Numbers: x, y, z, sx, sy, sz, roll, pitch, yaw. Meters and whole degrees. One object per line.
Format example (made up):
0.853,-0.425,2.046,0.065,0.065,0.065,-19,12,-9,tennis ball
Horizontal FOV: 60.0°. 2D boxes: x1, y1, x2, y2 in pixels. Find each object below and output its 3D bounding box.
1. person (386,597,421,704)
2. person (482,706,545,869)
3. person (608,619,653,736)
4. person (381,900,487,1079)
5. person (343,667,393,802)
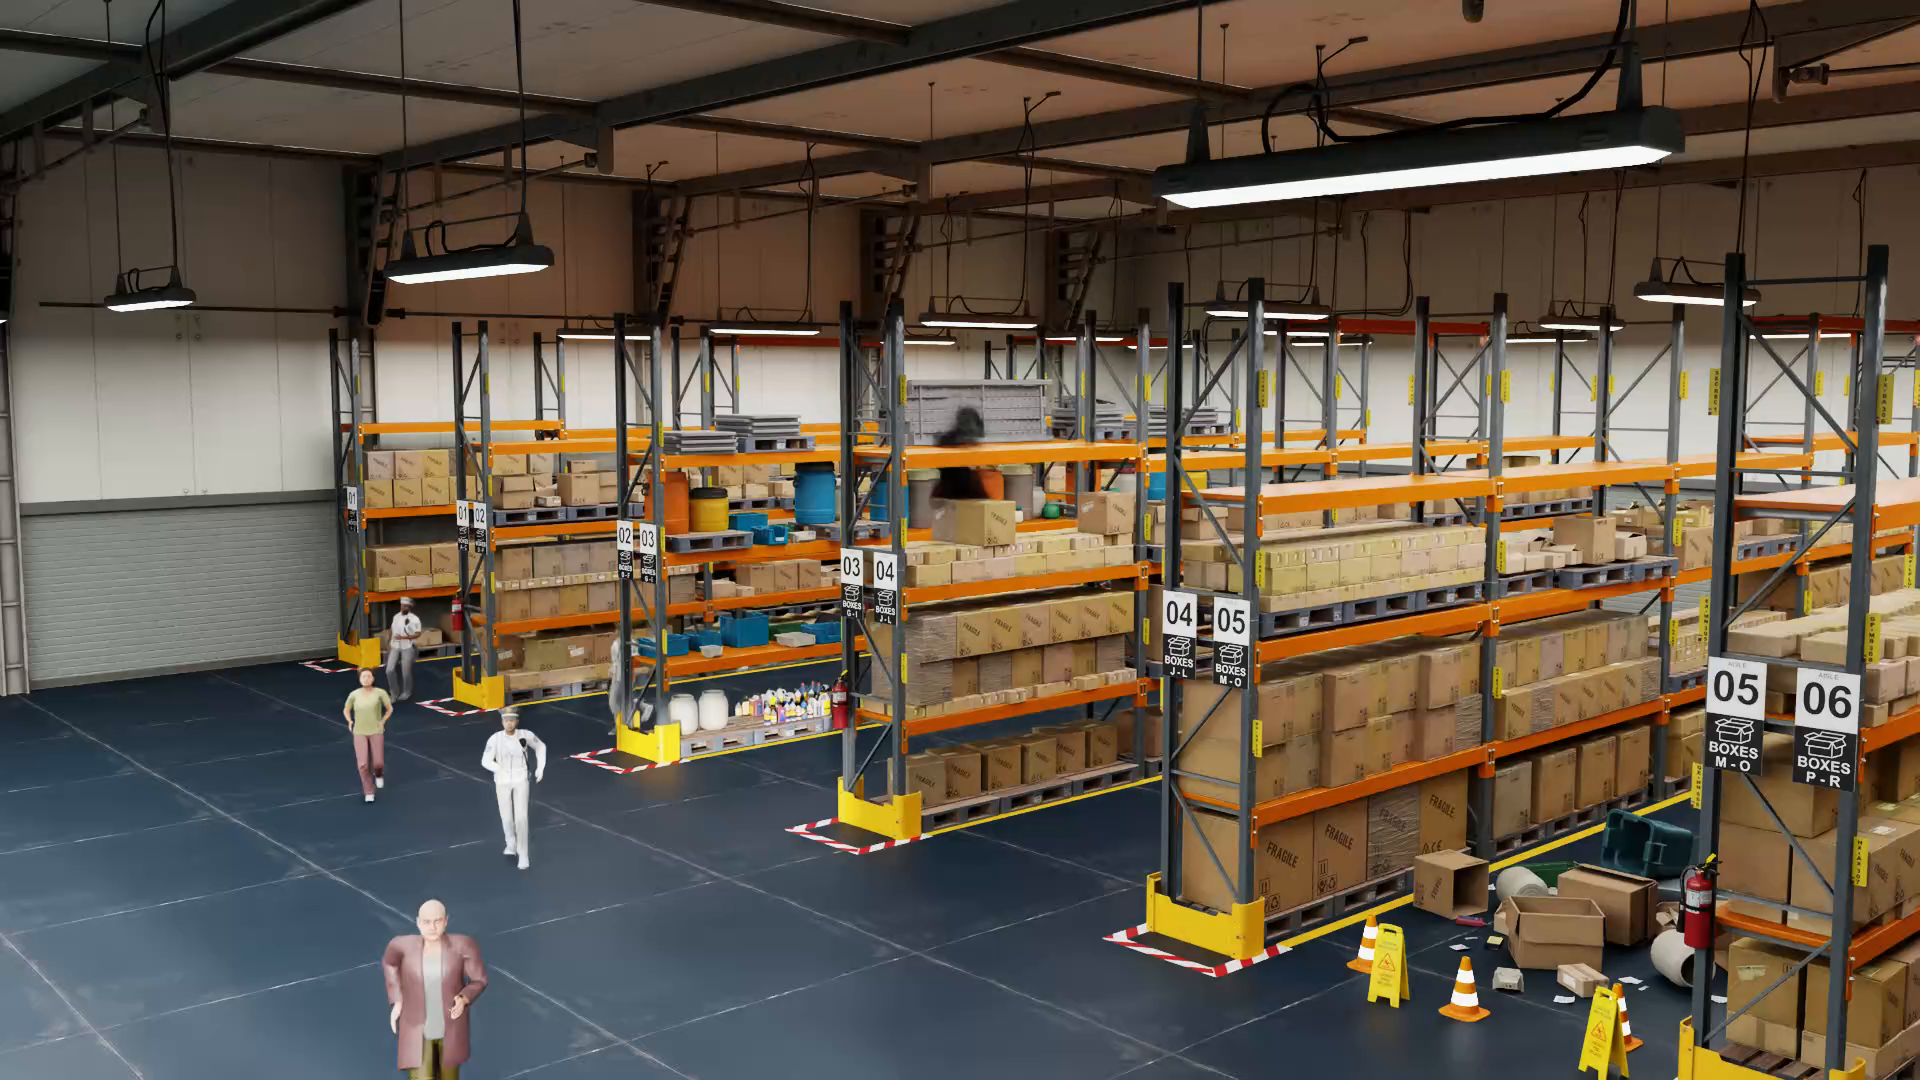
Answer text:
-8.801,1.747,26.330,0.587,1.730,0.619,0,6,2,person
-4.713,2.610,17.571,0.632,1.764,0.721,-1,6,-9,person
-4.820,1.959,24.142,0.636,1.675,0.735,5,8,43,person
-3.430,3.208,10.893,0.649,1.804,1.026,-2,6,-20,person
-7.223,2.352,20.303,0.578,1.618,0.579,-1,6,-14,person
